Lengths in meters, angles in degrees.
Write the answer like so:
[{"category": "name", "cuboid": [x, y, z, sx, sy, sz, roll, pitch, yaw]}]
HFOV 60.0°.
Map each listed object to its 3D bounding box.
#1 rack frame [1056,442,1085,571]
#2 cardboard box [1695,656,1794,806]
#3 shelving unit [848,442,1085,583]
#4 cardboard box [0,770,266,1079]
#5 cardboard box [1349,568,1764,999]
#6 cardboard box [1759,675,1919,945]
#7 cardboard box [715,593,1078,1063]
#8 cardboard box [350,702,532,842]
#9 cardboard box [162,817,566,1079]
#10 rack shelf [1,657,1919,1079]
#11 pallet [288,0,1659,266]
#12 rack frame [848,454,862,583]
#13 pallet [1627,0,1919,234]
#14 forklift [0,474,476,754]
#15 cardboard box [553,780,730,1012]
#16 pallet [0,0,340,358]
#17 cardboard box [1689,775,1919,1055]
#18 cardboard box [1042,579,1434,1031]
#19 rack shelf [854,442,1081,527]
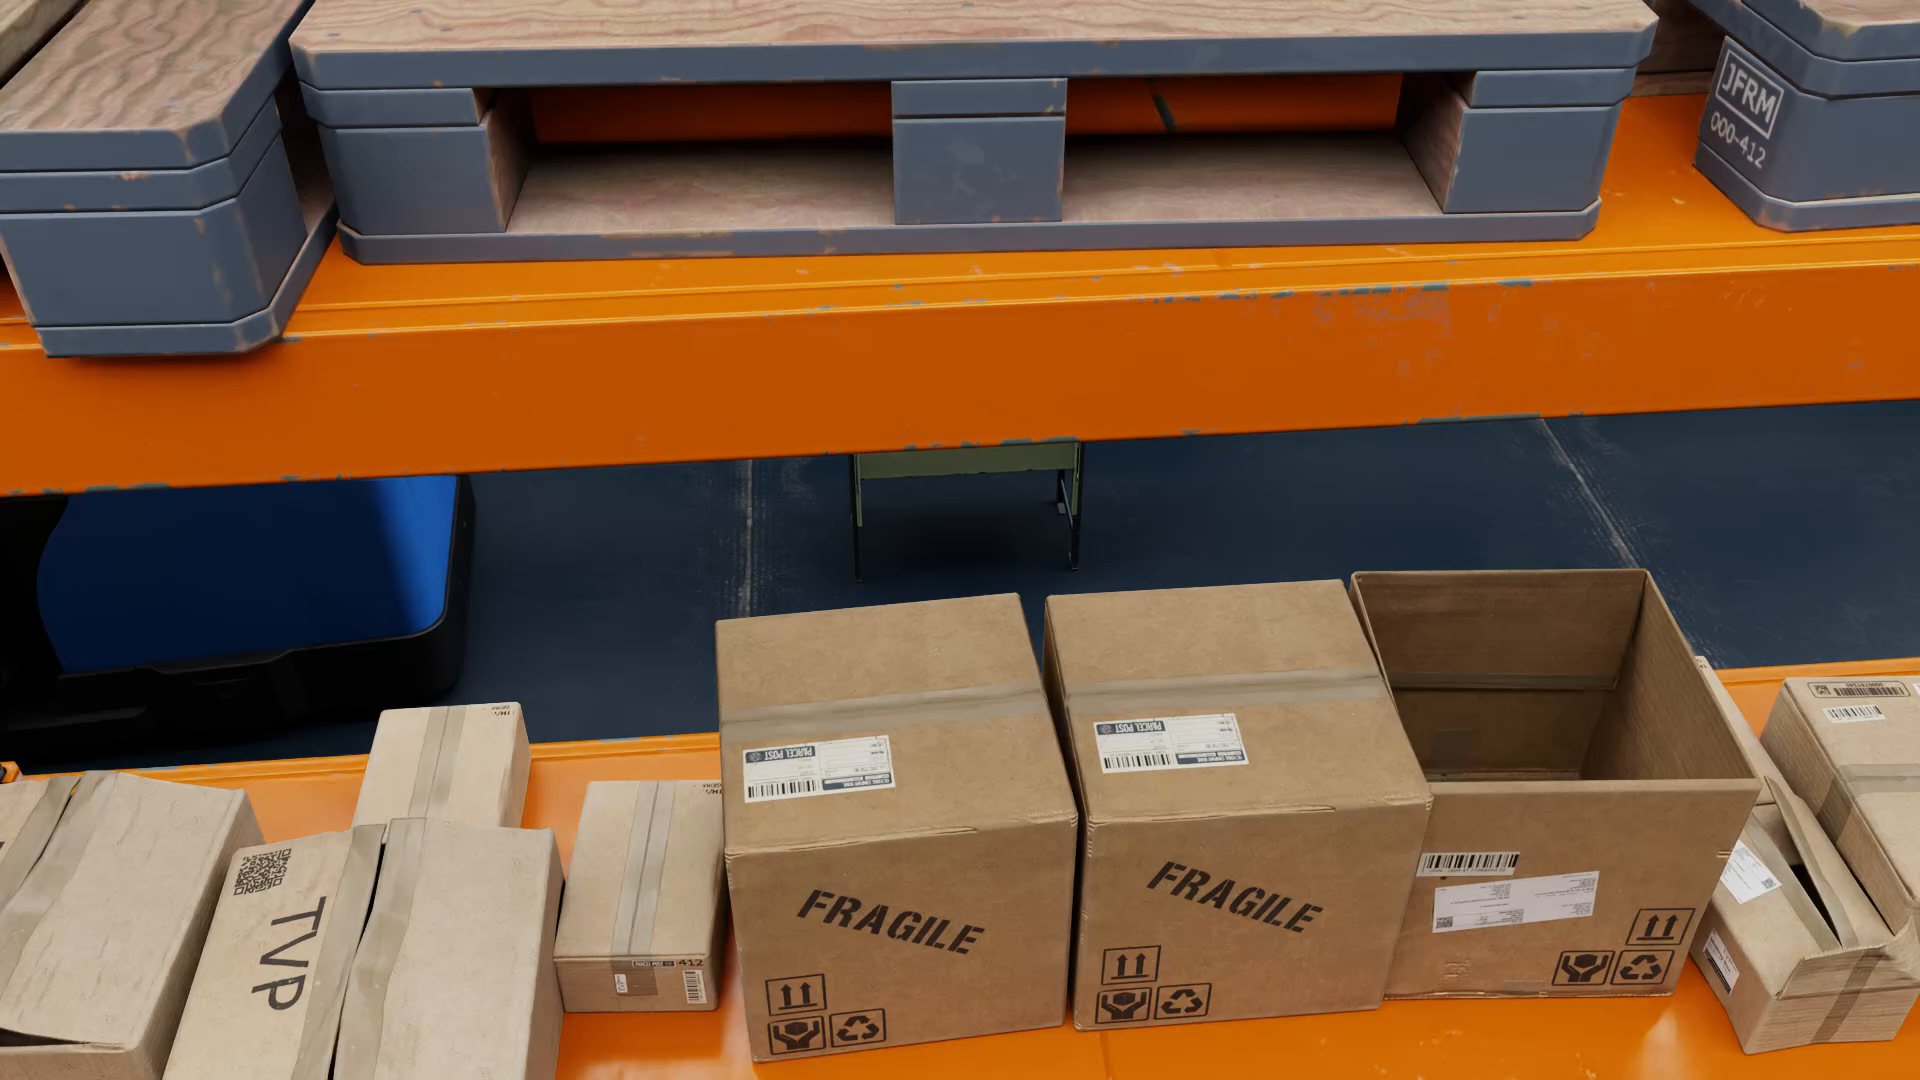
[{"category": "rack frame", "cuboid": [0.371, -0.609, 5.311, 0.023, 1.500, 0.400, -3, 38, -4]}, {"category": "cardboard box", "cuboid": [1.300, 0.396, 3.029, 0.250, 0.149, 0.380, -3, 38, -4]}, {"category": "shelving unit", "cuboid": [0.007, -0.589, 5.286, 0.755, 1.500, 0.431, -3, 38, -4]}, {"category": "cardboard box", "cuboid": [-1.418, 0.637, 2.593, 0.500, 0.311, 0.500, -1, 38, -1]}, {"category": "cardboard box", "cuboid": [0.909, 0.397, 2.745, 0.500, 0.500, 0.500, -1, 38, -1]}, {"category": "cardboard box", "cuboid": [1.714, 0.488, 2.831, 0.500, 0.250, 0.500, -1, 38, -1]}, {"category": "cardboard box", "cuboid": [-0.114, 0.453, 2.673, 0.500, 0.500, 0.500, -5, 39, -6]}, {"category": "cardboard box", "cuboid": [-0.913, 0.473, 2.931, 0.250, 0.149, 0.380, -3, 38, -4]}, {"category": "cardboard box", "cuboid": [-0.876, 0.700, 2.513, 0.500, 0.311, 0.500, -4, 38, -5]}, {"category": "rack shelf", "cuboid": [0.208, 0.767, 2.937, 4.000, 0.370, 1.077, -3, 38, -4]}, {"category": "pallet", "cuboid": [-0.002, -0.664, 1.901, 1.213, 0.211, 1.003, -1, 38, -2]}, {"category": "rack frame", "cuboid": [-0.358, -0.569, 5.260, 0.023, 1.500, 0.400, -3, 38, -4]}, {"category": "pallet", "cuboid": [1.323, -0.671, 1.911, 1.217, 0.209, 0.805, -5, 39, -6]}, {"category": "forklift", "cuboid": [-3.101, -0.788, 4.383, 3.031, 2.935, 1.130, -6, 39, -8]}, {"category": "cardboard box", "cuboid": [-0.519, 0.589, 2.785, 0.250, 0.149, 0.380, 0, 38, -1]}, {"category": "pallet", "cuboid": [-1.116, -0.601, 1.821, 1.003, 0.211, 1.213, -1, 38, -2]}, {"category": "cardboard box", "cuboid": [1.341, 0.590, 2.690, 0.258, 0.266, 0.396, -4, 38, -5]}, {"category": "cardboard box", "cuboid": [0.410, 0.424, 2.710, 0.500, 0.500, 0.500, -3, 38, -4]}, {"category": "rack shelf", "cuboid": [0.007, -0.333, 5.488, 0.720, 0.370, 0.431, -3, 38, -4]}]
